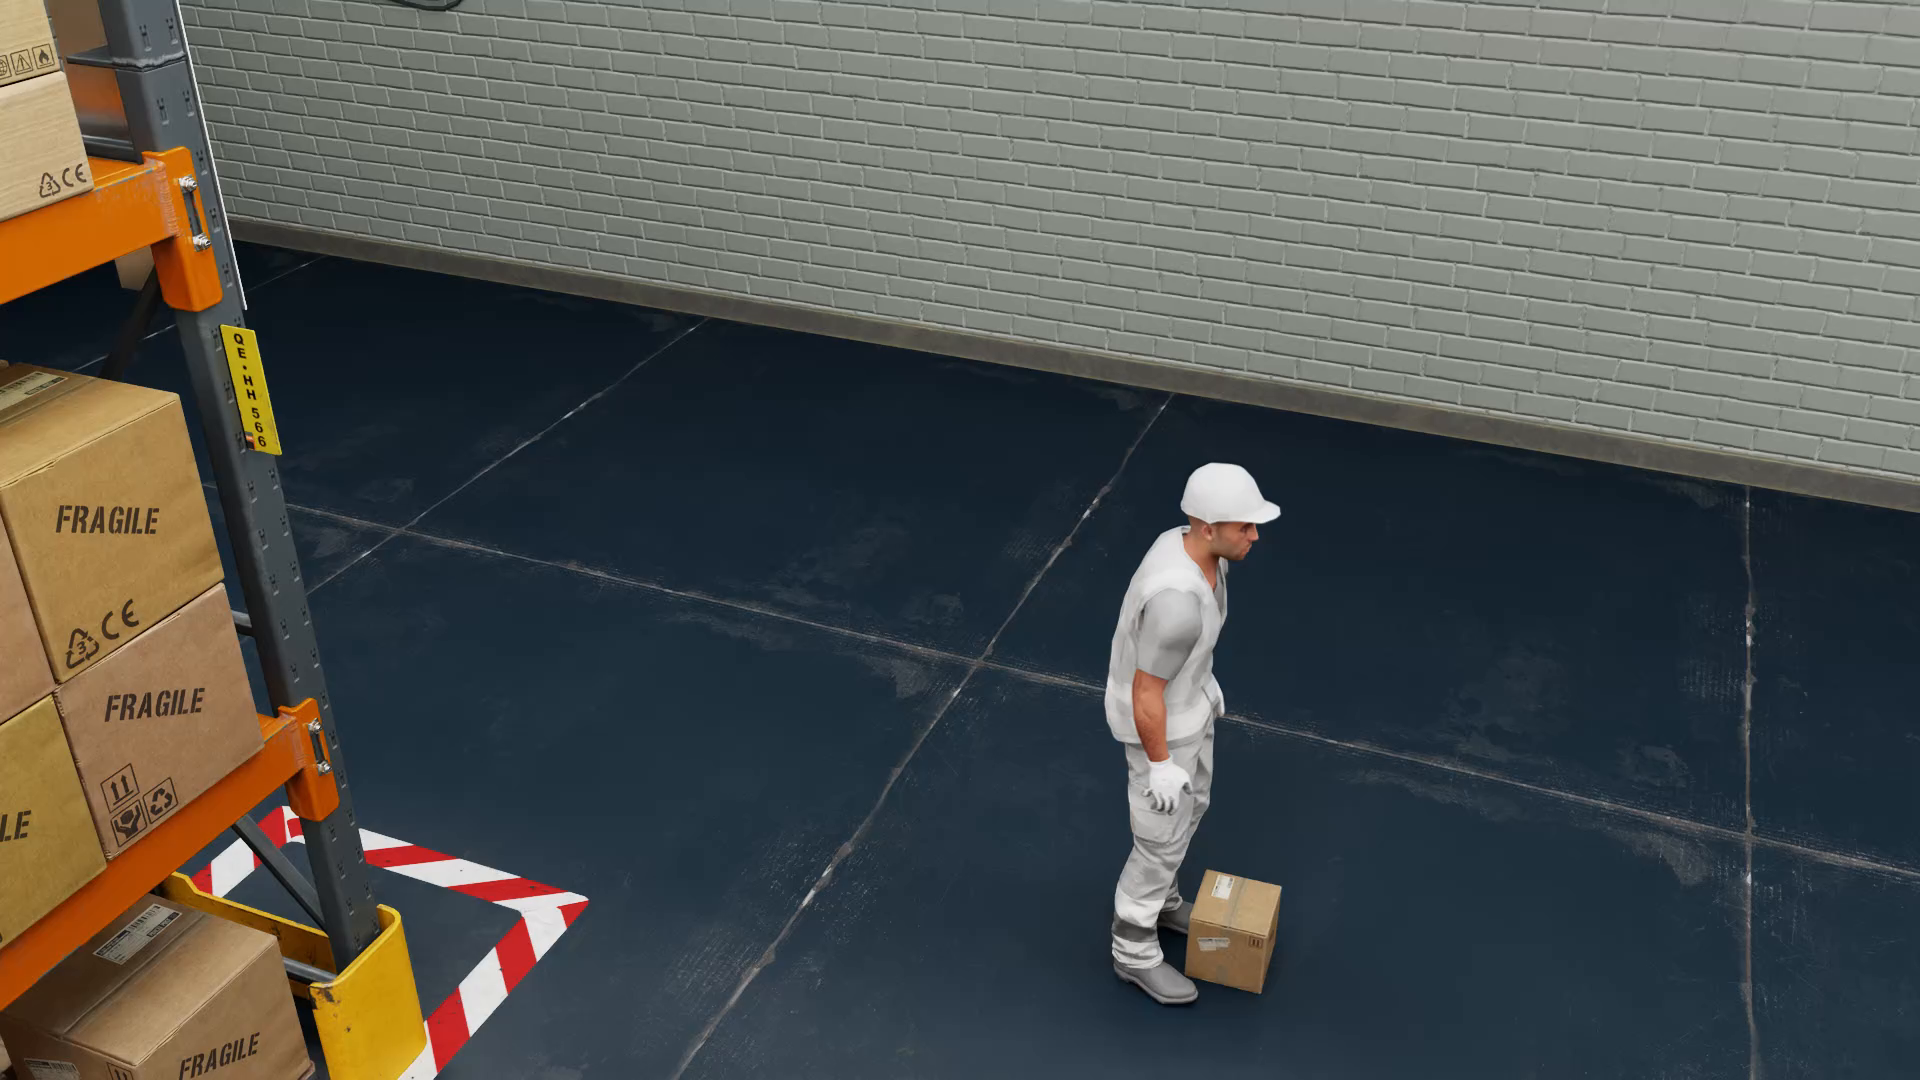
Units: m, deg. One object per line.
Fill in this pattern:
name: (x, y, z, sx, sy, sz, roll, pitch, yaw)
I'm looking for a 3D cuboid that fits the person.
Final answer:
person: (0.680, 0.569, 5.102, 0.455, 1.779, 0.619, 11, 31, 18)
